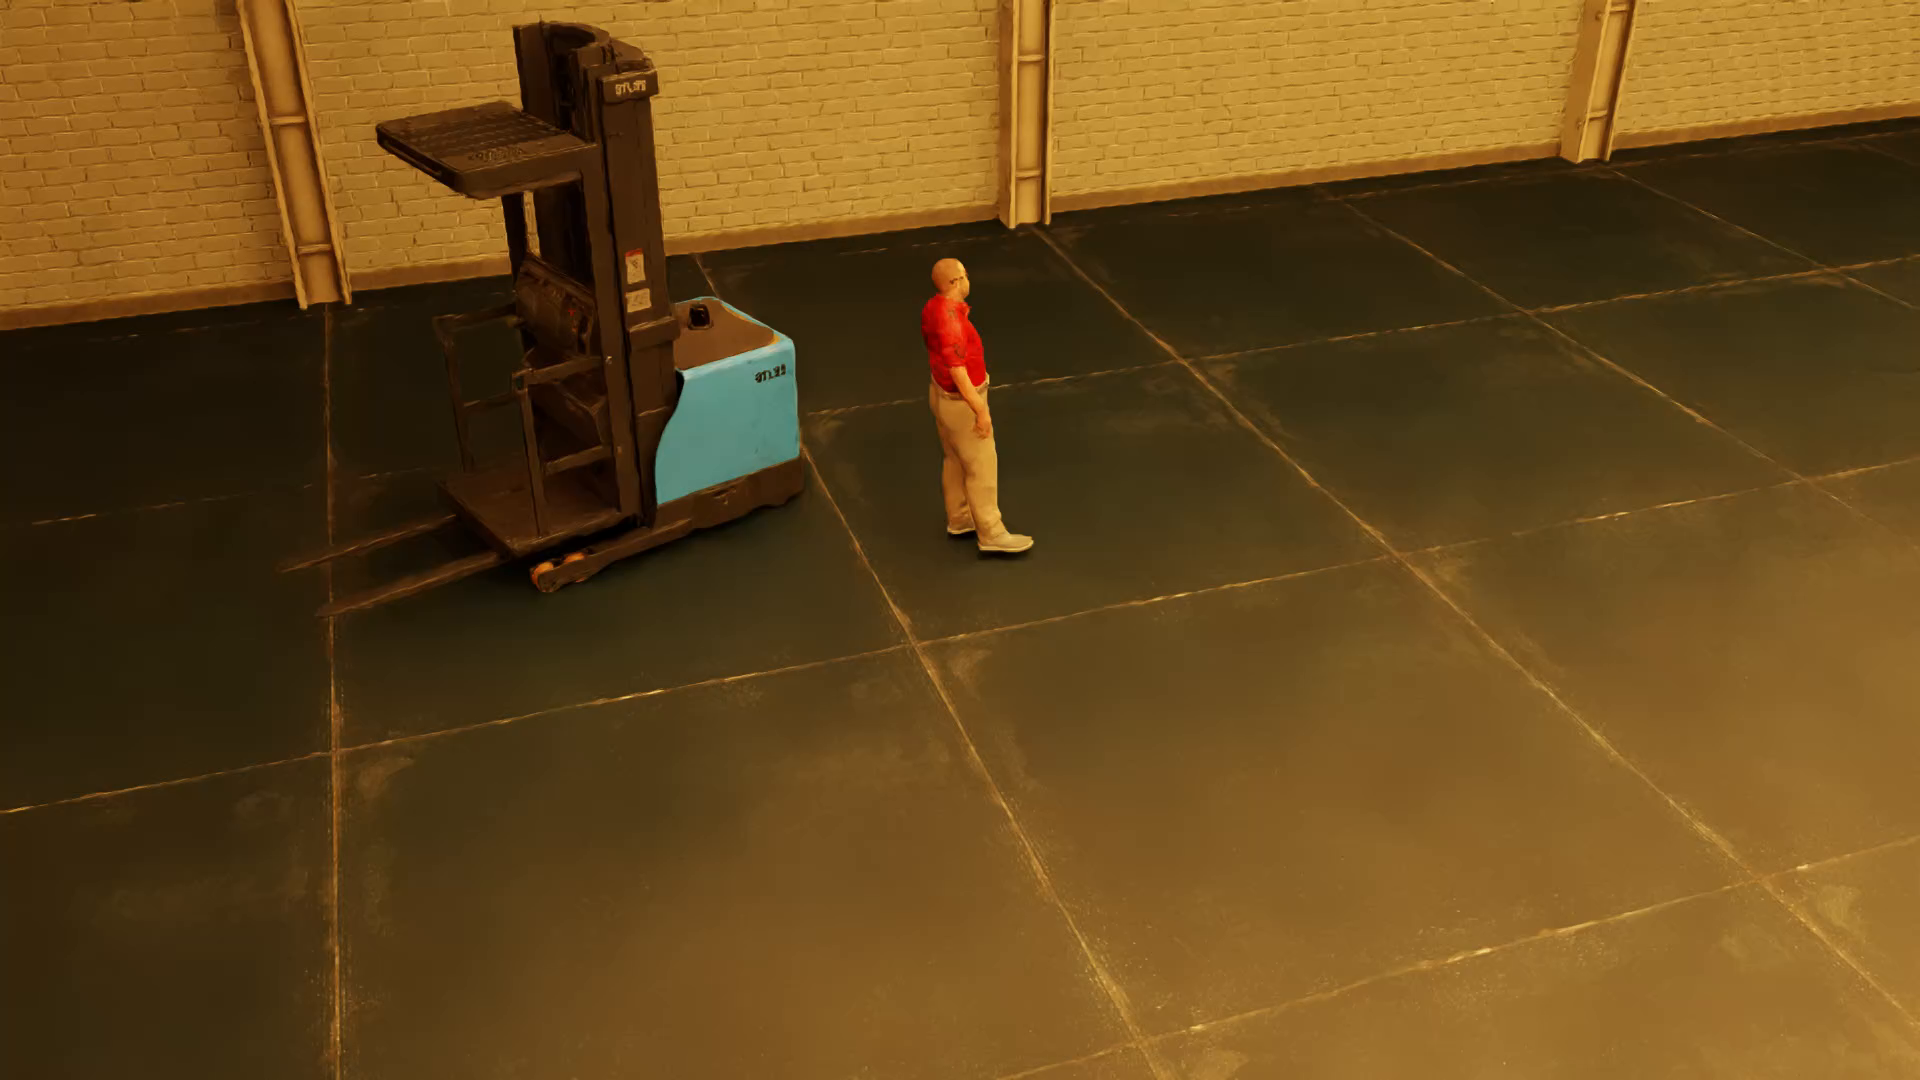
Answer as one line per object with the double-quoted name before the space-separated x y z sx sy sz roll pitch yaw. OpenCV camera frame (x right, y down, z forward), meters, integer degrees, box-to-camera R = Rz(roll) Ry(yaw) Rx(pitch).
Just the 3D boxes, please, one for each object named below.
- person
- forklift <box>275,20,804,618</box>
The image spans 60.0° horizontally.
"person" 0.089 -0.799 9.586 0.550 1.727 0.640 -10 31 -16
"forklift" -2.446 -1.267 9.289 3.031 2.935 1.130 -22 36 -33
